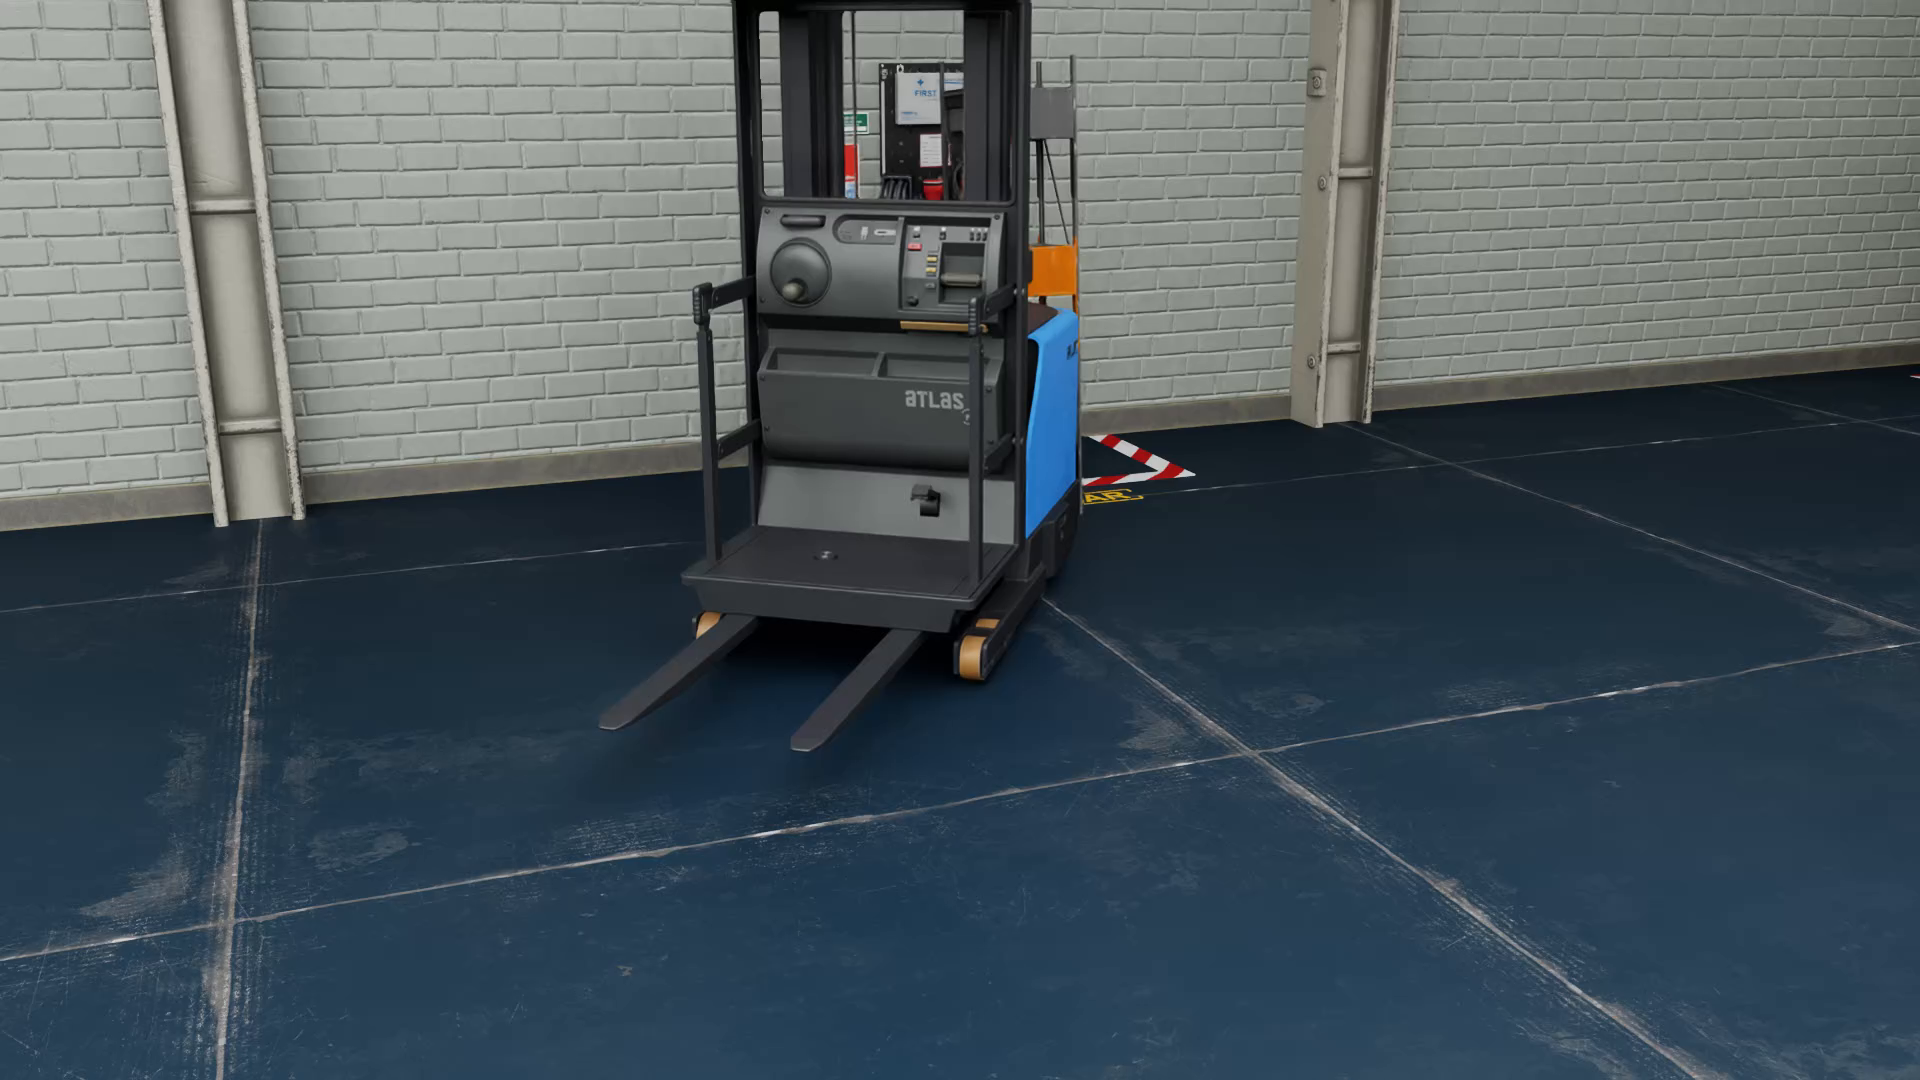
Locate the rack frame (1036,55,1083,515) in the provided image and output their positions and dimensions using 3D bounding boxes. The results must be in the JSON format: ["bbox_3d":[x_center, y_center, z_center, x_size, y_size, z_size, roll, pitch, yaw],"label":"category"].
[{"bbox_3d":[0.469,-1.183,7.845,0.015,2.100,0.400,-6,13,-21],"label":"rack frame"}]

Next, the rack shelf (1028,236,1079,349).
[{"bbox_3d":[0.243,-1.144,7.759,0.480,0.518,0.431,-6,13,-21],"label":"rack shelf"}]

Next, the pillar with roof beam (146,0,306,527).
[{"bbox_3d":[-1.826,-3.307,2.888,0.400,9.000,9.100,-6,17,-20],"label":"pillar with roof beam"}]

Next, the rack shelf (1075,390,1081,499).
[{"bbox_3d":[0.264,-0.460,7.905,0.480,0.518,0.431,-6,13,-21],"label":"rack shelf"}]

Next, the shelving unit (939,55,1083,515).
[{"bbox_3d":[0.243,-1.157,7.756,0.503,2.100,0.431,-6,13,-21],"label":"shelving unit"}]

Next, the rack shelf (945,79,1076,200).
[{"bbox_3d":[0.223,-1.828,7.613,0.480,0.518,0.431,-6,13,-21],"label":"rack shelf"}]

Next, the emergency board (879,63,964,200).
[{"bbox_3d":[-0.085,-1.927,8.836,0.643,1.169,0.194,-6,17,-20],"label":"emergency board"}]

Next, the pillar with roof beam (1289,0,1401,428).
[{"bbox_3d":[3.777,-3.912,4.948,0.400,9.000,9.100,-6,17,-20],"label":"pillar with roof beam"}]

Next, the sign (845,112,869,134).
[{"bbox_3d":[-0.631,-2.168,8.652,0.331,0.109,0.001,-6,17,-20],"label":"sign"}]

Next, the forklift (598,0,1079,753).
[{"bbox_3d":[-0.352,-1.025,5.888,1.130,2.935,3.031,4,17,15],"label":"forklift"}]

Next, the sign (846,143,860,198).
[{"bbox_3d":[-0.638,-1.915,8.733,0.234,0.329,0.001,-6,17,-20],"label":"sign"}]

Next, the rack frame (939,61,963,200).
[{"bbox_3d":[0.017,-1.132,7.668,0.015,2.100,0.400,-6,13,-21],"label":"rack frame"}]
